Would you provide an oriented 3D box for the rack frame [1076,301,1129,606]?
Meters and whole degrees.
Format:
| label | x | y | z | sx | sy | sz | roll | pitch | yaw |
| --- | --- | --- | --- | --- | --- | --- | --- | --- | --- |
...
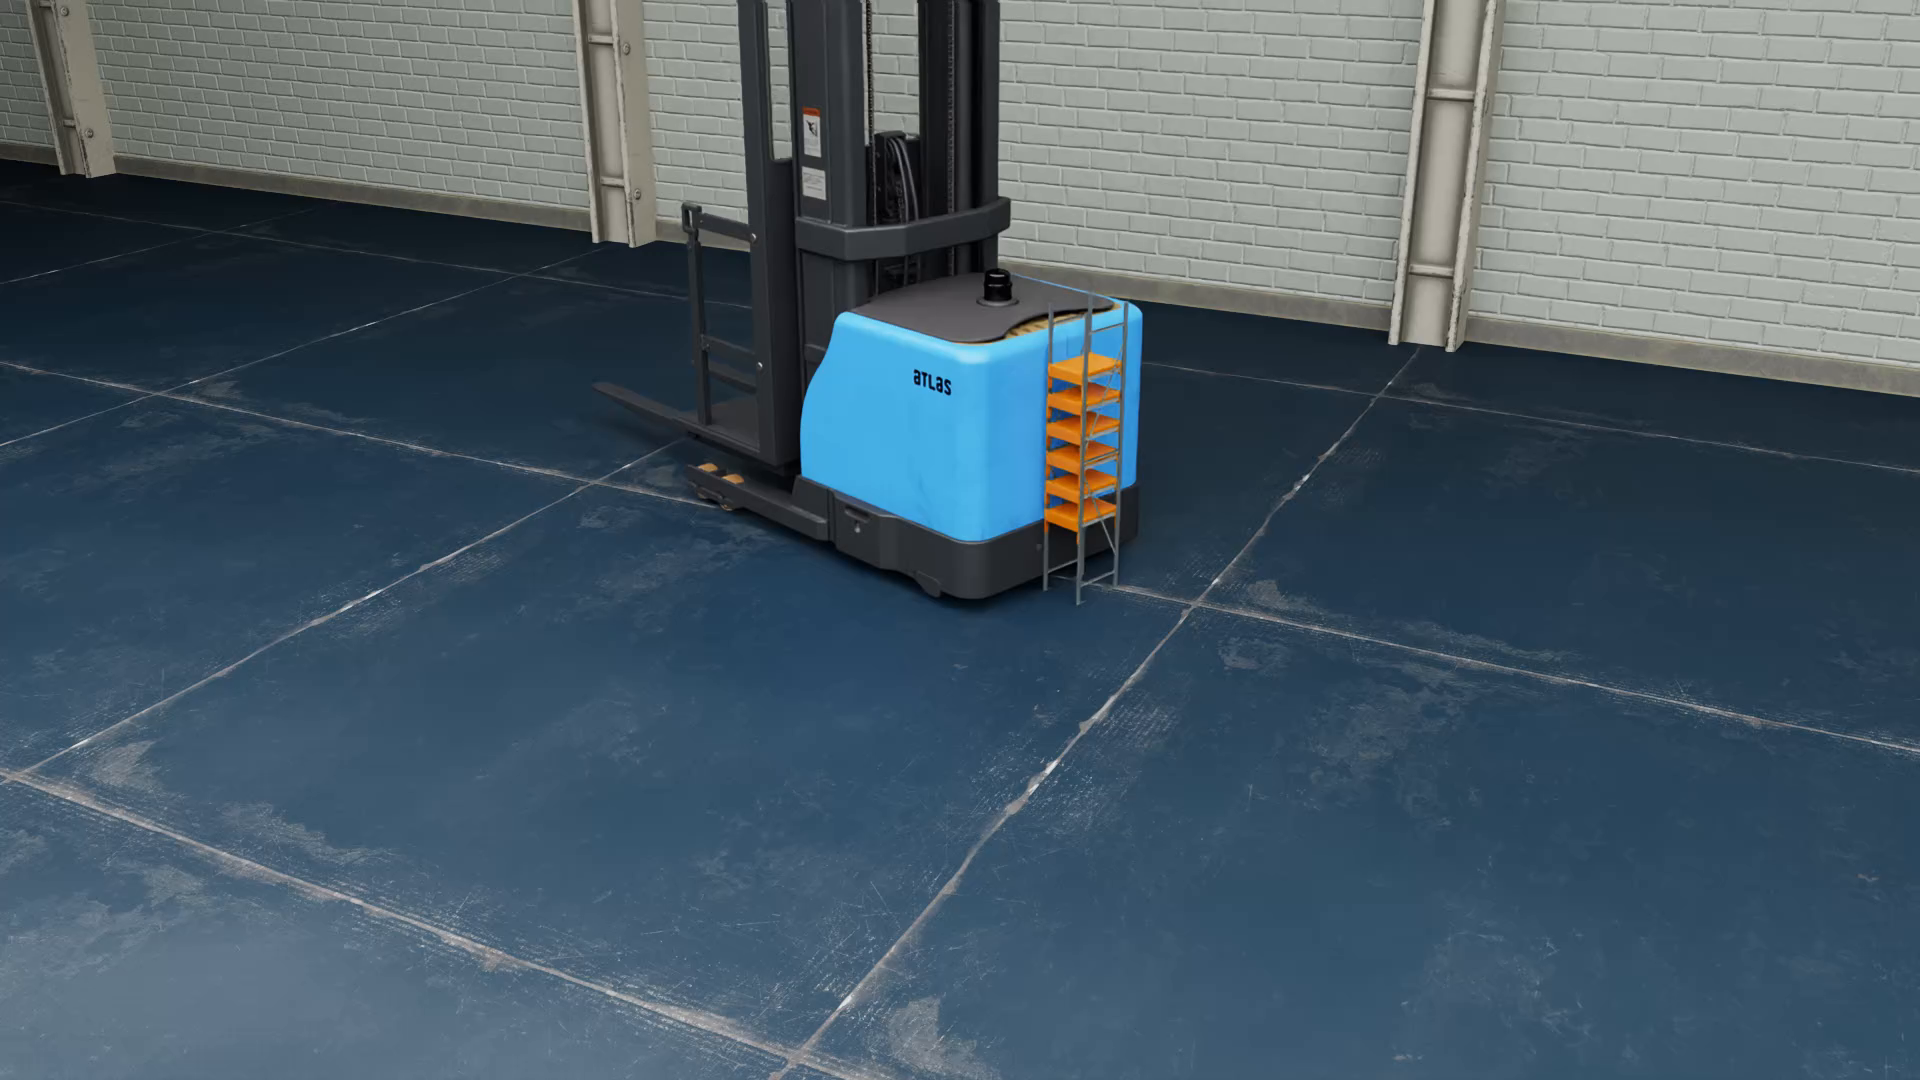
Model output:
| label | x | y | z | sx | sy | sz | roll | pitch | yaw |
| --- | --- | --- | --- | --- | --- | --- | --- | --- | --- |
| rack frame | 0.552 | -0.322 | 6.474 | 0.240 | 1.200 | 0.006 | -20 | 30 | -39 |

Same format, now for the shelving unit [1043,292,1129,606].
| label | x | y | z | sx | sy | sz | roll | pitch | yaw |
| --- | --- | --- | --- | --- | --- | --- | --- | --- | --- |
| shelving unit | 0.489 | -0.348 | 6.535 | 0.258 | 1.200 | 0.189 | -20 | 30 | -39 |

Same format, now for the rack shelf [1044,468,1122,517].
| label | x | y | z | sx | sy | sz | roll | pitch | yaw |
| --- | --- | --- | --- | --- | --- | --- | --- | --- | --- |
| rack shelf | 0.489 | -0.196 | 6.599 | 0.258 | 0.103 | 0.180 | -20 | 30 | -39 |

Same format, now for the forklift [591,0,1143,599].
| label | x | y | z | sx | sy | sz | roll | pitch | yaw |
| --- | --- | --- | --- | --- | --- | --- | --- | --- | --- |
| forklift | -0.618 | -1.603 | 7.275 | 1.130 | 2.935 | 3.031 | -20 | 30 | -39 |

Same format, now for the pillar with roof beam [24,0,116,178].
| label | x | y | z | sx | sy | sz | roll | pitch | yaw |
| --- | --- | --- | --- | --- | --- | --- | --- | --- | --- |
| pillar with roof beam | -9.824 | -5.960 | 9.766 | 0.400 | 9.000 | 9.100 | 11 | 25 | 25 |

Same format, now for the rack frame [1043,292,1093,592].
| label | x | y | z | sx | sy | sz | roll | pitch | yaw |
| --- | --- | --- | --- | --- | --- | --- | --- | --- | --- |
| rack frame | 0.426 | -0.374 | 6.596 | 0.240 | 1.200 | 0.006 | -20 | 30 | -39 |

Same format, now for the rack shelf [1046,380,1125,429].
| label | x | y | z | sx | sy | sz | roll | pitch | yaw |
| --- | --- | --- | --- | --- | --- | --- | --- | --- | --- |
| rack shelf | 0.489 | -0.528 | 6.458 | 0.258 | 0.103 | 0.180 | -20 | 30 | -39 |

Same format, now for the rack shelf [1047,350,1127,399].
| label | x | y | z | sx | sy | sz | roll | pitch | yaw |
| --- | --- | --- | --- | --- | --- | --- | --- | --- | --- |
| rack shelf | 0.489 | -0.638 | 6.411 | 0.258 | 0.103 | 0.180 | -20 | 30 | -39 |

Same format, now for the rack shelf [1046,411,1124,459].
| label | x | y | z | sx | sy | sz | roll | pitch | yaw |
| --- | --- | --- | --- | --- | --- | --- | --- | --- | --- |
| rack shelf | 0.489 | -0.417 | 6.505 | 0.258 | 0.103 | 0.180 | -20 | 30 | -39 |

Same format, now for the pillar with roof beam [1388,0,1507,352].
| label | x | y | z | sx | sy | sz | roll | pitch | yaw |
| --- | --- | --- | --- | --- | --- | --- | --- | --- | --- |
| pillar with roof beam | 0.885 | -3.841 | 4.783 | 0.400 | 9.000 | 9.100 | 11 | 25 | 25 |

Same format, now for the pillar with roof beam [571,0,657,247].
| label | x | y | z | sx | sy | sz | roll | pitch | yaw |
| --- | --- | --- | --- | --- | --- | --- | --- | --- | --- |
| pillar with roof beam | -4.469 | -4.900 | 7.275 | 0.400 | 9.000 | 9.100 | 11 | 25 | 25 |

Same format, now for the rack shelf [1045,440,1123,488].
| label | x | y | z | sx | sy | sz | roll | pitch | yaw |
| --- | --- | --- | --- | --- | --- | --- | --- | --- | --- |
| rack shelf | 0.489 | -0.307 | 6.552 | 0.258 | 0.103 | 0.180 | -20 | 30 | -39 |

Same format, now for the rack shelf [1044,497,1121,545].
| label | x | y | z | sx | sy | sz | roll | pitch | yaw |
| --- | --- | --- | --- | --- | --- | --- | --- | --- | --- |
| rack shelf | 0.489 | -0.086 | 6.646 | 0.258 | 0.103 | 0.180 | -20 | 30 | -39 |
